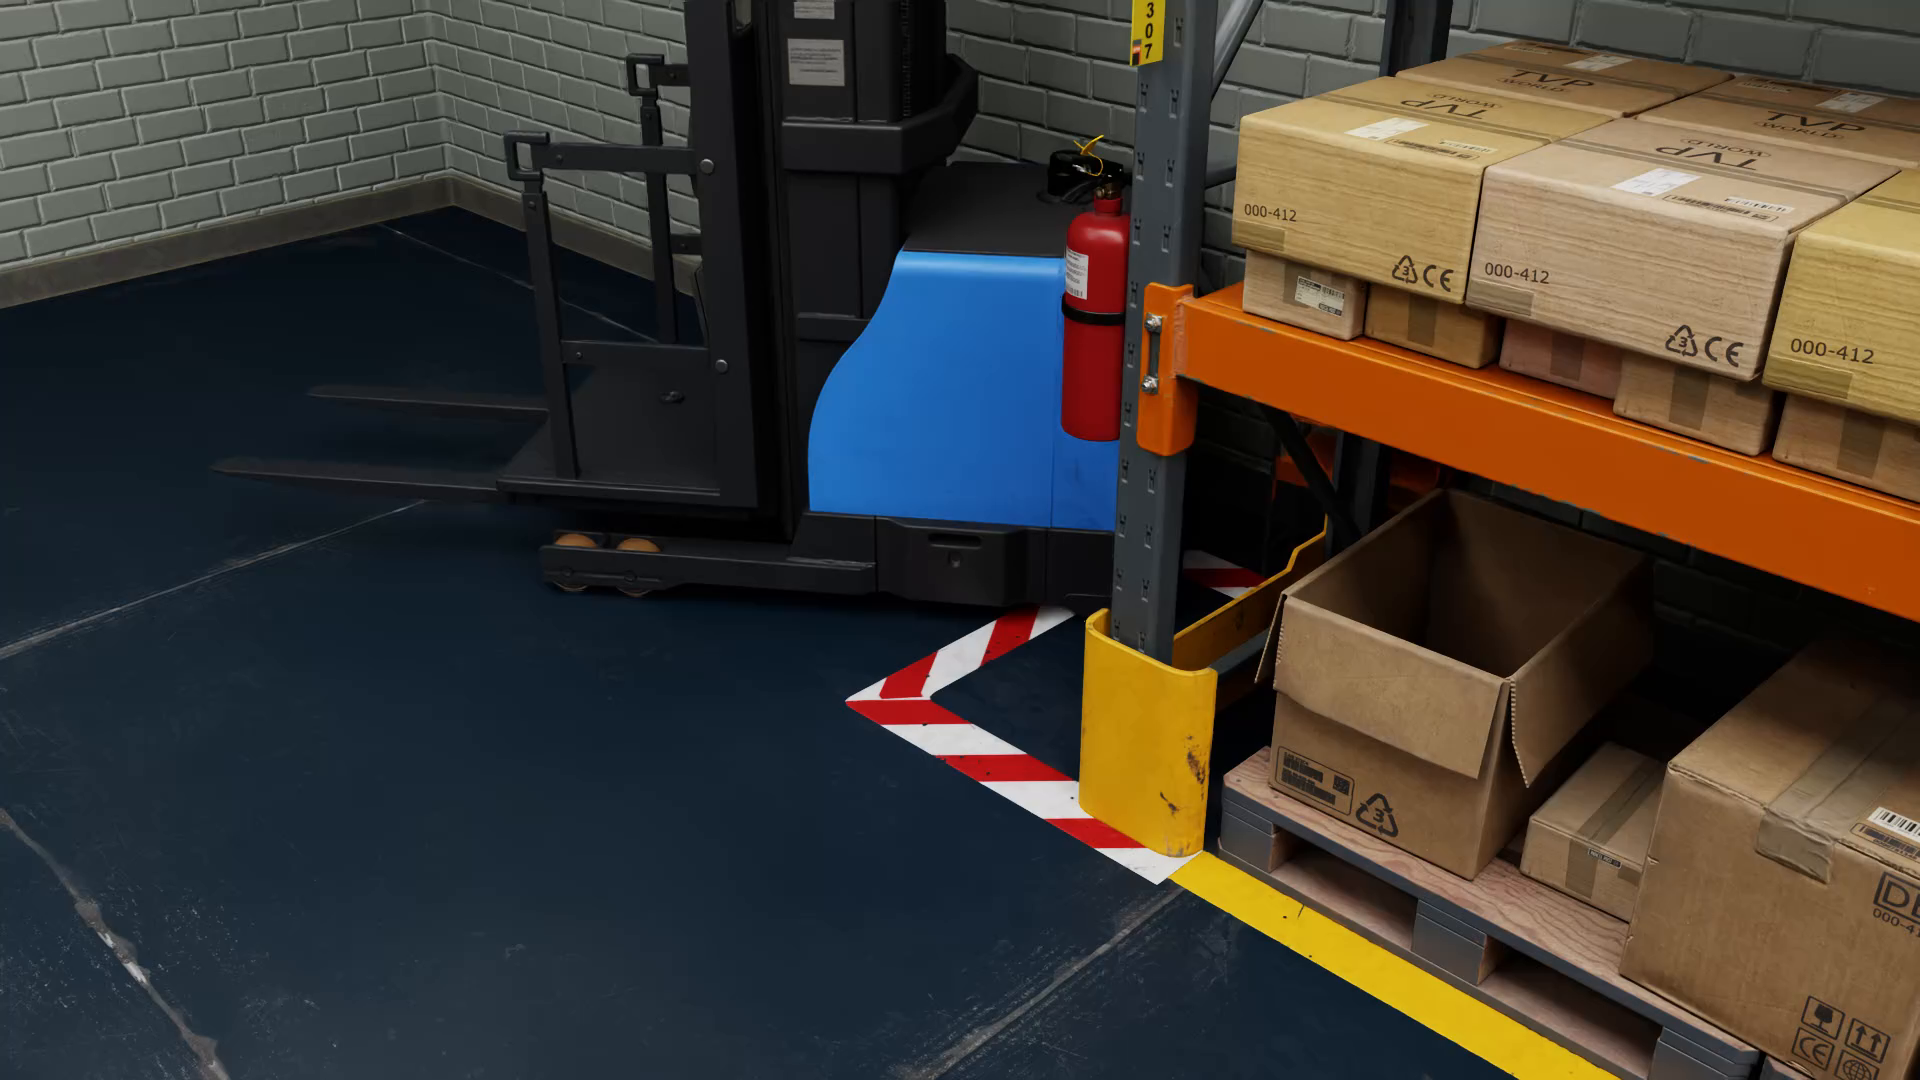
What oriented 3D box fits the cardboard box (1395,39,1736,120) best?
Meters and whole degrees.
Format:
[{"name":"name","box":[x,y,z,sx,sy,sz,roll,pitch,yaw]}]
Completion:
[{"name":"cardboard box","box":[1.253,-0.857,3.498,0.500,0.250,0.500,-24,36,-38]}]

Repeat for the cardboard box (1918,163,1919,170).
[{"name":"cardboard box","box":[1.969,-0.525,2.867,0.500,0.250,0.500,-24,36,-38]}]

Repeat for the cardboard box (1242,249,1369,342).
[{"name":"cardboard box","box":[0.781,-0.544,3.332,0.250,0.149,0.380,24,36,38]}]

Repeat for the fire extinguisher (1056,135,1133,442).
[{"name":"fire extinguisher","box":[0.310,-0.549,3.555,0.183,0.674,0.296,25,36,38]}]

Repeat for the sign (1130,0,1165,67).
[{"name":"sign","box":[0.358,-1.057,3.107,0.005,0.325,0.100,25,36,38]}]

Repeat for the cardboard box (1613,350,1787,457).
[{"name":"cardboard box","box":[1.344,-0.300,2.867,0.380,0.149,0.250,-24,36,-38]}]

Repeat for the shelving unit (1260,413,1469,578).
[{"name":"shelving unit","box":[1.184,-0.396,4.704,0.503,1.200,0.258,18,34,30]}]

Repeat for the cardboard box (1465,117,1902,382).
[{"name":"cardboard box","box":[1.233,-0.517,2.852,0.500,0.250,0.500,-25,37,-39]}]

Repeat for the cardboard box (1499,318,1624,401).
[{"name":"cardboard box","box":[1.206,-0.402,3.062,0.250,0.149,0.380,24,36,38]}]

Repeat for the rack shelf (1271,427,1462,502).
[{"name":"rack shelf","box":[1.184,-0.163,4.831,0.480,0.148,0.258,18,34,30]}]

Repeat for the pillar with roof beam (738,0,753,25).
[{"name":"pillar with roof beam","box":[-3.570,-3.259,1.779,0.400,9.000,9.100,25,36,38]}]

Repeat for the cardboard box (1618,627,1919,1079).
[{"name":"cardboard box","box":[1.691,0.590,3.140,0.700,0.500,0.500,-24,36,-37]}]

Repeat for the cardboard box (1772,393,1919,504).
[{"name":"cardboard box","box":[1.537,-0.215,2.706,0.380,0.149,0.250,-25,36,-38]}]

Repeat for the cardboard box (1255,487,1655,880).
[{"name":"cardboard box","box":[1.108,0.296,3.695,0.637,0.503,0.797,23,35,37]}]

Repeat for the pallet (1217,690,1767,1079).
[{"name":"pallet","box":[1.362,0.665,3.758,1.213,0.211,1.003,25,36,38]}]

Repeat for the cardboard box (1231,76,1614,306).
[{"name":"cardboard box","box":[0.873,-0.682,3.165,0.500,0.250,0.500,25,37,39]}]

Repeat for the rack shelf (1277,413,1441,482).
[{"name":"rack shelf","box":[1.184,-0.337,4.736,0.480,0.148,0.258,18,34,30]}]

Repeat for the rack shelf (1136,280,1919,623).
[{"name":"rack shelf","box":[2.165,0.117,2.577,4.000,0.370,1.077,25,36,38]}]

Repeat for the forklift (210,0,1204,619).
[{"name":"forklift","box":[-0.800,-1.371,4.708,3.031,2.935,1.130,4,28,8]}]

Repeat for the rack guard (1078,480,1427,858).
[{"name":"rack guard","box":[0.793,0.277,4.185,0.348,0.500,1.175,25,36,38]}]

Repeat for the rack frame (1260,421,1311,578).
[{"name":"rack frame","box":[0.982,-0.462,4.824,0.015,1.200,0.240,18,34,30]}]

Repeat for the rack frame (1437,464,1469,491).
[{"name":"rack frame","box":[1.385,-0.330,4.583,0.015,1.200,0.240,18,34,30]}]

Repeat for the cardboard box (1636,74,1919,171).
[{"name":"cardboard box","box":[1.620,-0.688,3.178,0.500,0.250,0.500,25,36,39]}]

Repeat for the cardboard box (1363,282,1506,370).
[{"name":"cardboard box","box":[0.995,-0.477,3.203,0.380,0.149,0.250,-24,36,-38]}]

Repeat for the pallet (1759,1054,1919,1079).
[{"name":"pallet","box":[2.228,1.063,3.002,1.213,0.211,1.003,25,36,38]}]

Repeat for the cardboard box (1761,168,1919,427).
[{"name":"cardboard box","box":[1.597,-0.353,2.540,0.500,0.250,0.500,24,36,37]}]

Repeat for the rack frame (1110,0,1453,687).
[{"name":"rack frame","box":[0.739,-0.854,3.651,0.127,3.000,1.000,25,36,38]}]

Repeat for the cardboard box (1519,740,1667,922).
[{"name":"cardboard box","box":[1.384,0.605,3.489,0.250,0.149,0.380,23,35,37]}]
